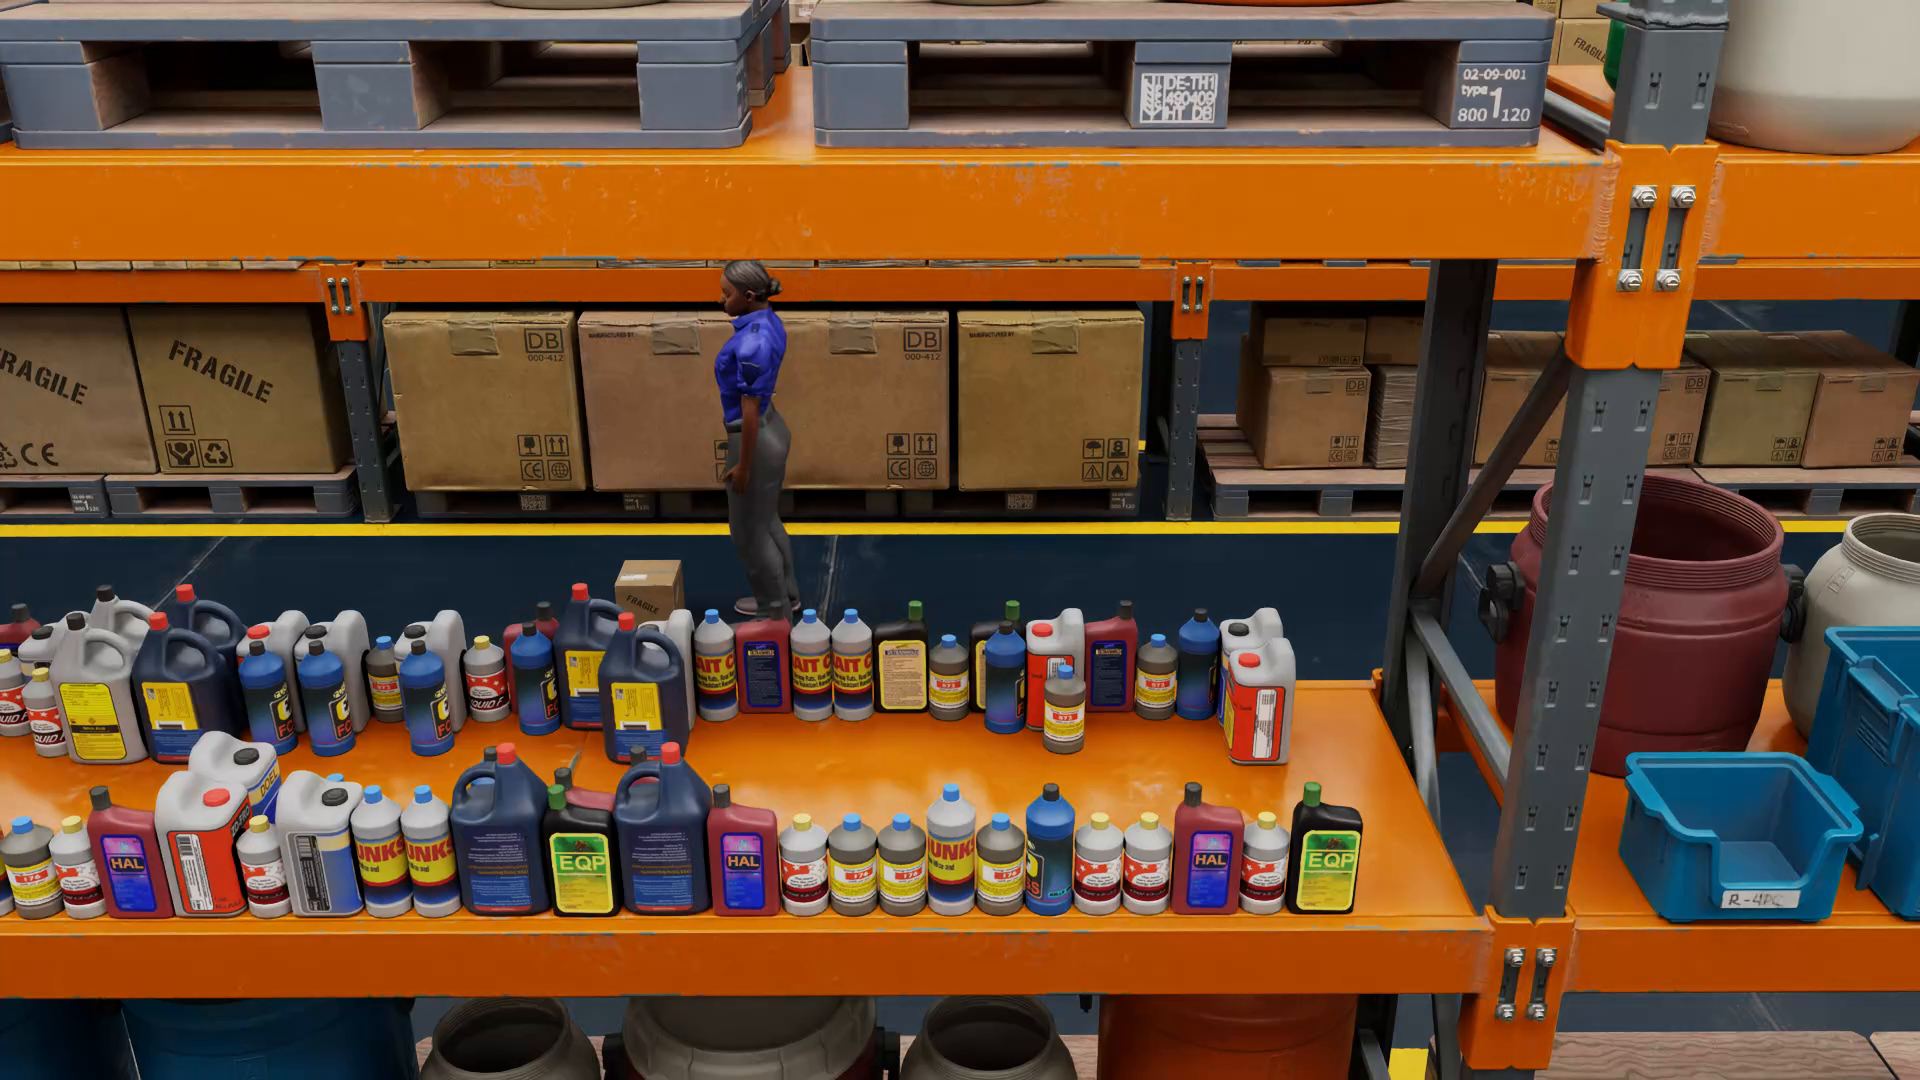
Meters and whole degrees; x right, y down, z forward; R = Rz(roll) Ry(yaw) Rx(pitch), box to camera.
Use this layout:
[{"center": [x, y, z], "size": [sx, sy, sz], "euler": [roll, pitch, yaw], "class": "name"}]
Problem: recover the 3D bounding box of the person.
[{"center": [-0.861, -0.377, 6.952], "size": [0.300, 1.656, 0.438], "euler": [0, 24, 1], "class": "person"}]
